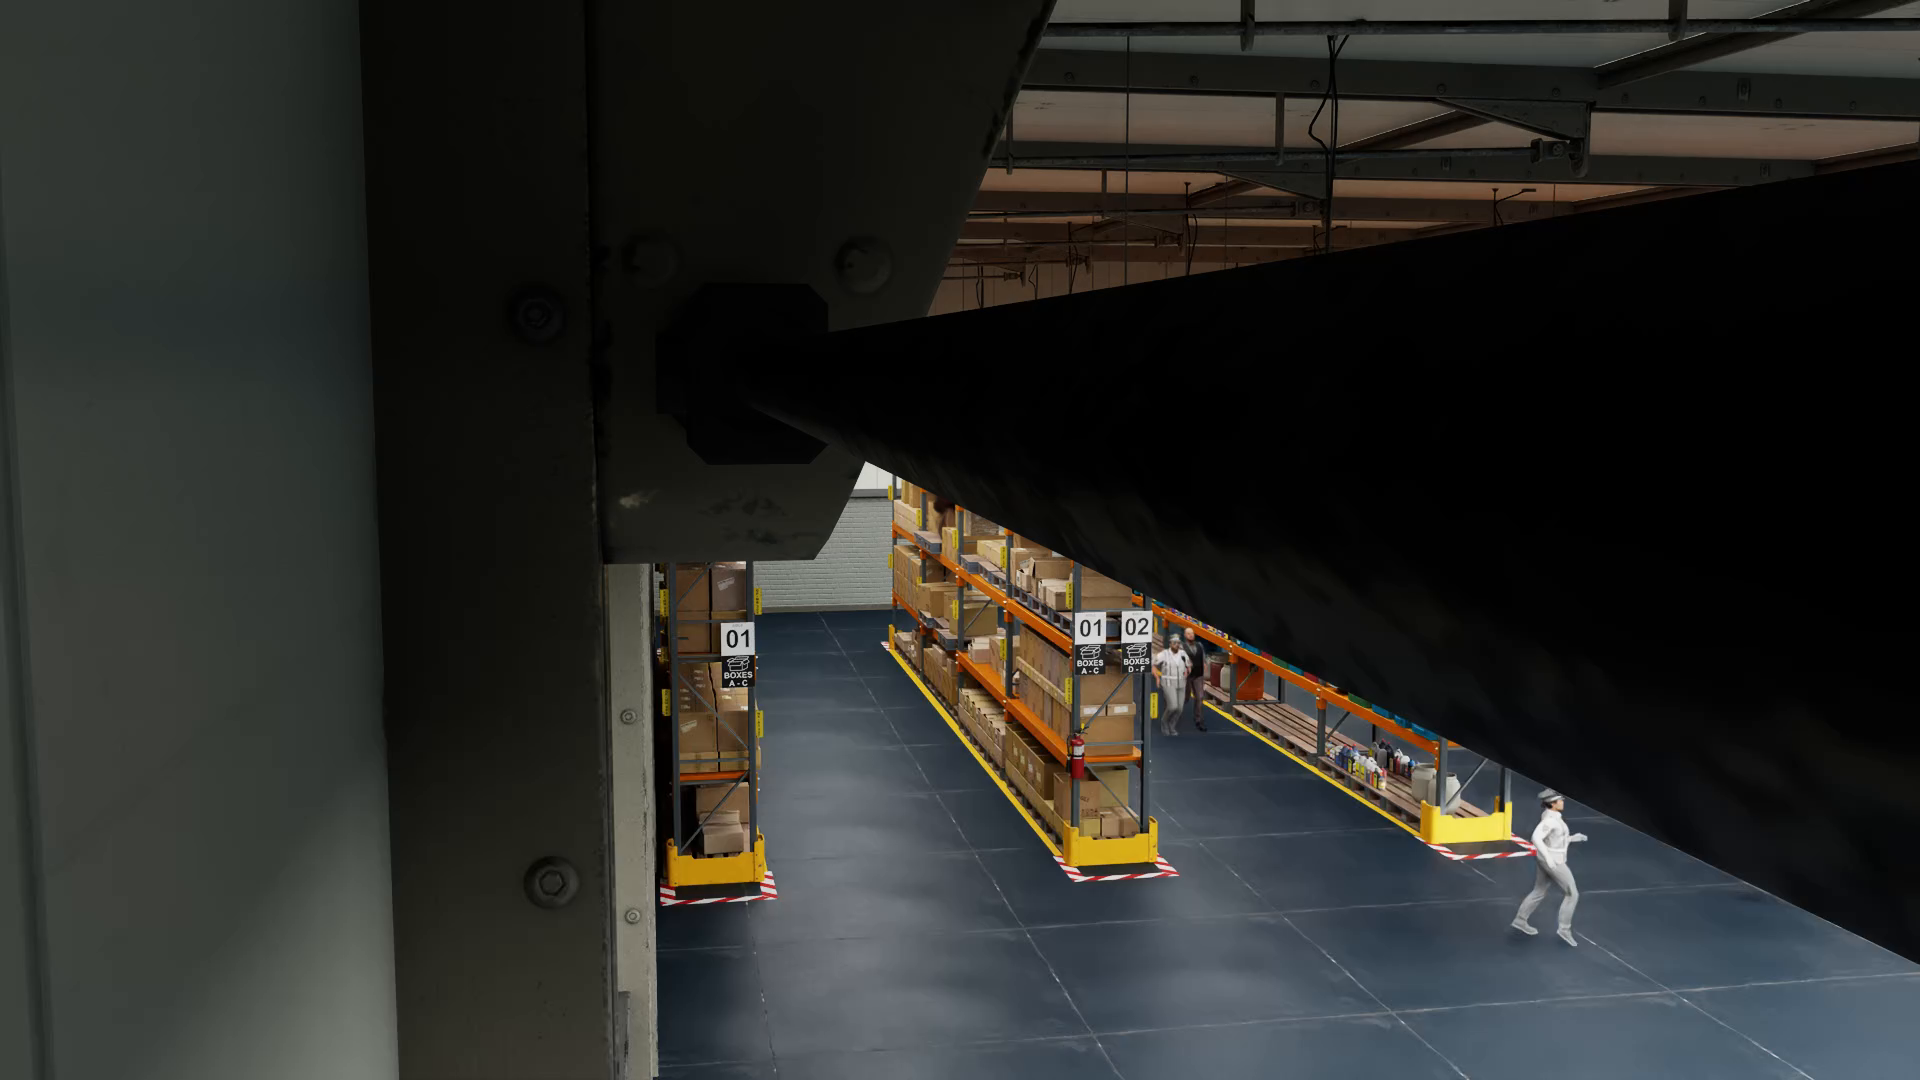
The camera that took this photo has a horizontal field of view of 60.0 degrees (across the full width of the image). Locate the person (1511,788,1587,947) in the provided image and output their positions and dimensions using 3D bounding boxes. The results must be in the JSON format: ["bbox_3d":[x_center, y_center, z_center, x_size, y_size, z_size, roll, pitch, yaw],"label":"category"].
[{"bbox_3d":[6.424,3.542,18.085,0.748,1.755,0.577,1,6,7],"label":"person"}]

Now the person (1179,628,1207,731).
[{"bbox_3d":[3.994,2.370,28.701,0.670,1.704,1.012,-1,6,-14],"label":"person"}]

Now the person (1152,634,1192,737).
[{"bbox_3d":[3.599,2.440,27.885,0.647,1.754,0.659,-2,7,-19],"label":"person"}]
